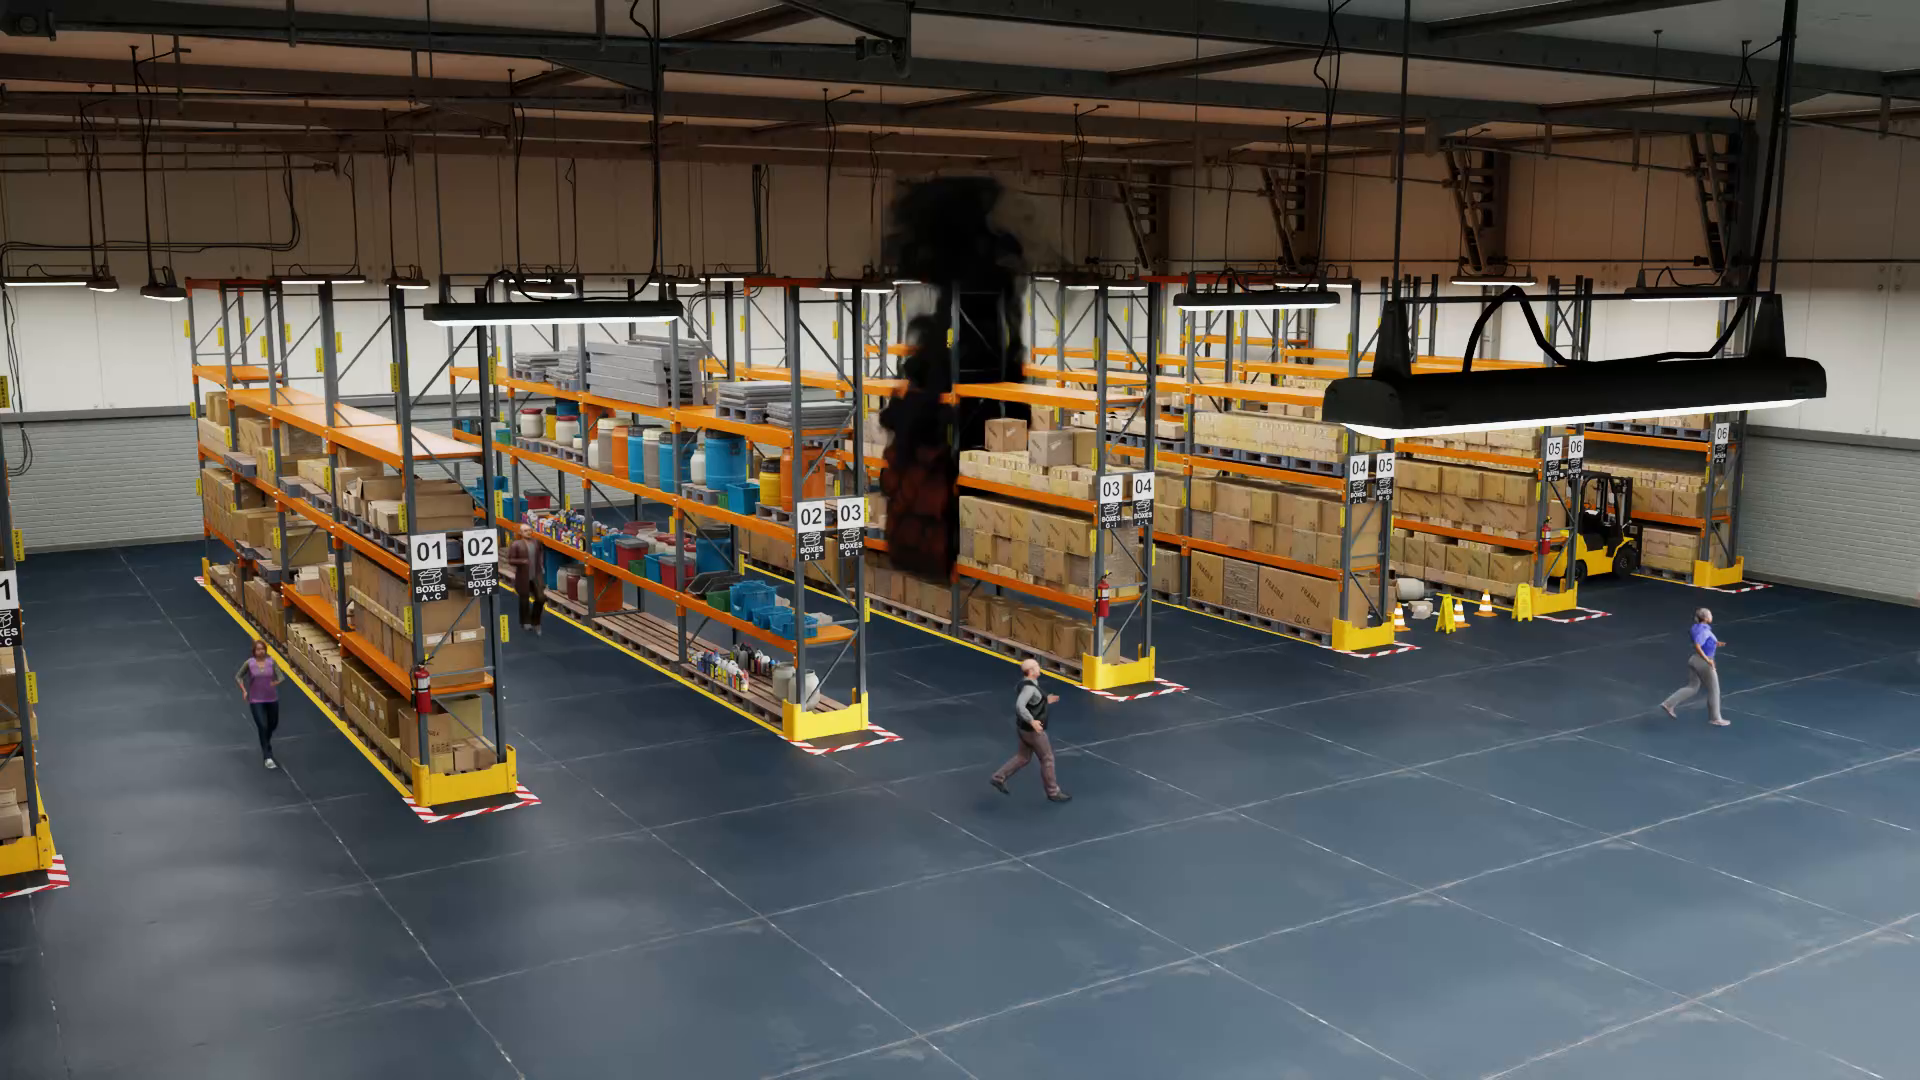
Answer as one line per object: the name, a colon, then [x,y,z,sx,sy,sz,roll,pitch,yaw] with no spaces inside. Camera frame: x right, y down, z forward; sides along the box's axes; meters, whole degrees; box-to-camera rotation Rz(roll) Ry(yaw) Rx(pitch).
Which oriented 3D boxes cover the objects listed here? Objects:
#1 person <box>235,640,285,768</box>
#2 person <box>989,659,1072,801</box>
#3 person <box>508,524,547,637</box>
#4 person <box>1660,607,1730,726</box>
person: [-8.830,2.039,21.055,0.543,1.568,0.854,-7,12,-35]
person: [0.839,2.224,19.475,0.969,1.707,0.656,-2,10,-11]
person: [-7.009,0.701,27.158,0.687,1.793,0.725,-7,12,-34]
person: [10.110,1.724,22.718,0.931,1.634,0.581,0,10,-2]
